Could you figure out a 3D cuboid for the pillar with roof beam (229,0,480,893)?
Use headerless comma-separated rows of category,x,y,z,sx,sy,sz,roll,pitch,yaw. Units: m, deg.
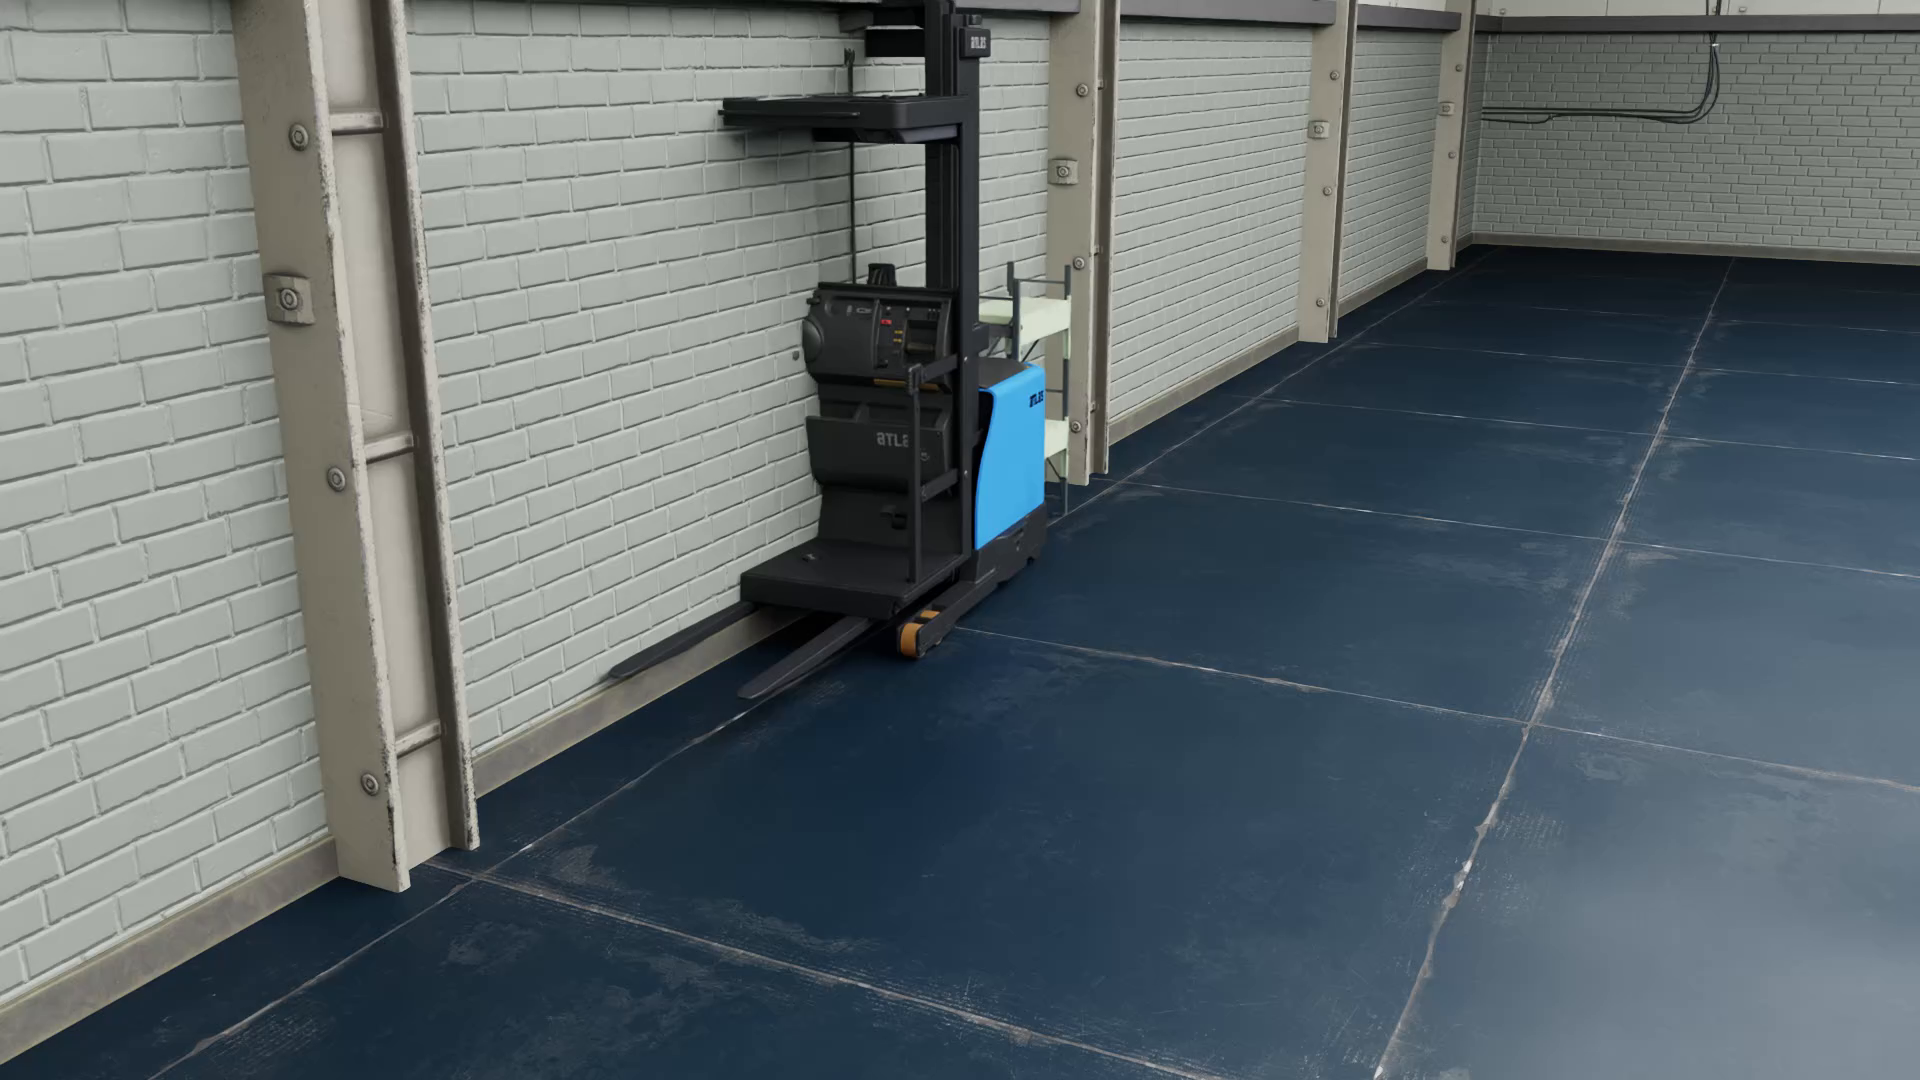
pillar with roof beam,1.929,-2.657,2.665,9.100,9.000,0.400,8,18,25

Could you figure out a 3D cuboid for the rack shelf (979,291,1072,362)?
rack shelf,0.301,-1.173,9.470,0.431,0.370,0.720,8,18,25

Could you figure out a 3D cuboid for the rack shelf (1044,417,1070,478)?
rack shelf,0.301,-0.487,9.674,0.431,0.370,0.720,8,18,25

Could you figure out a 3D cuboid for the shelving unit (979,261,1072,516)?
shelving unit,0.301,-0.799,9.581,0.431,1.500,0.755,8,18,25

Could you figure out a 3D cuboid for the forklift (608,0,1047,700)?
forklift,-0.561,-0.994,7.724,1.130,2.935,3.031,7,18,22

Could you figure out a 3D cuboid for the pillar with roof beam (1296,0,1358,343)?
pillar with roof beam,7.291,-5.713,12.956,9.100,9.000,0.400,8,18,25

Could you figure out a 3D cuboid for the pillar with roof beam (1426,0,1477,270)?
pillar with roof beam,9.972,-7.242,18.101,9.100,9.000,0.400,8,18,25

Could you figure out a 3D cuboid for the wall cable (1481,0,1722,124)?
wall cable,8.620,-6.883,22.347,3.097,2.526,0.112,8,18,25

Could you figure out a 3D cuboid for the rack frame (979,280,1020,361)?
rack frame,0.141,-0.705,9.265,0.400,1.500,0.023,8,18,25

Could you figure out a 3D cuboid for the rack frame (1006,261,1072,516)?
rack frame,0.461,-0.893,9.896,0.400,1.500,0.023,8,18,25

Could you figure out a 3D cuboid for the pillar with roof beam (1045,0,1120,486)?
pillar with roof beam,4.610,-4.185,7.810,9.100,9.000,0.400,8,18,25
